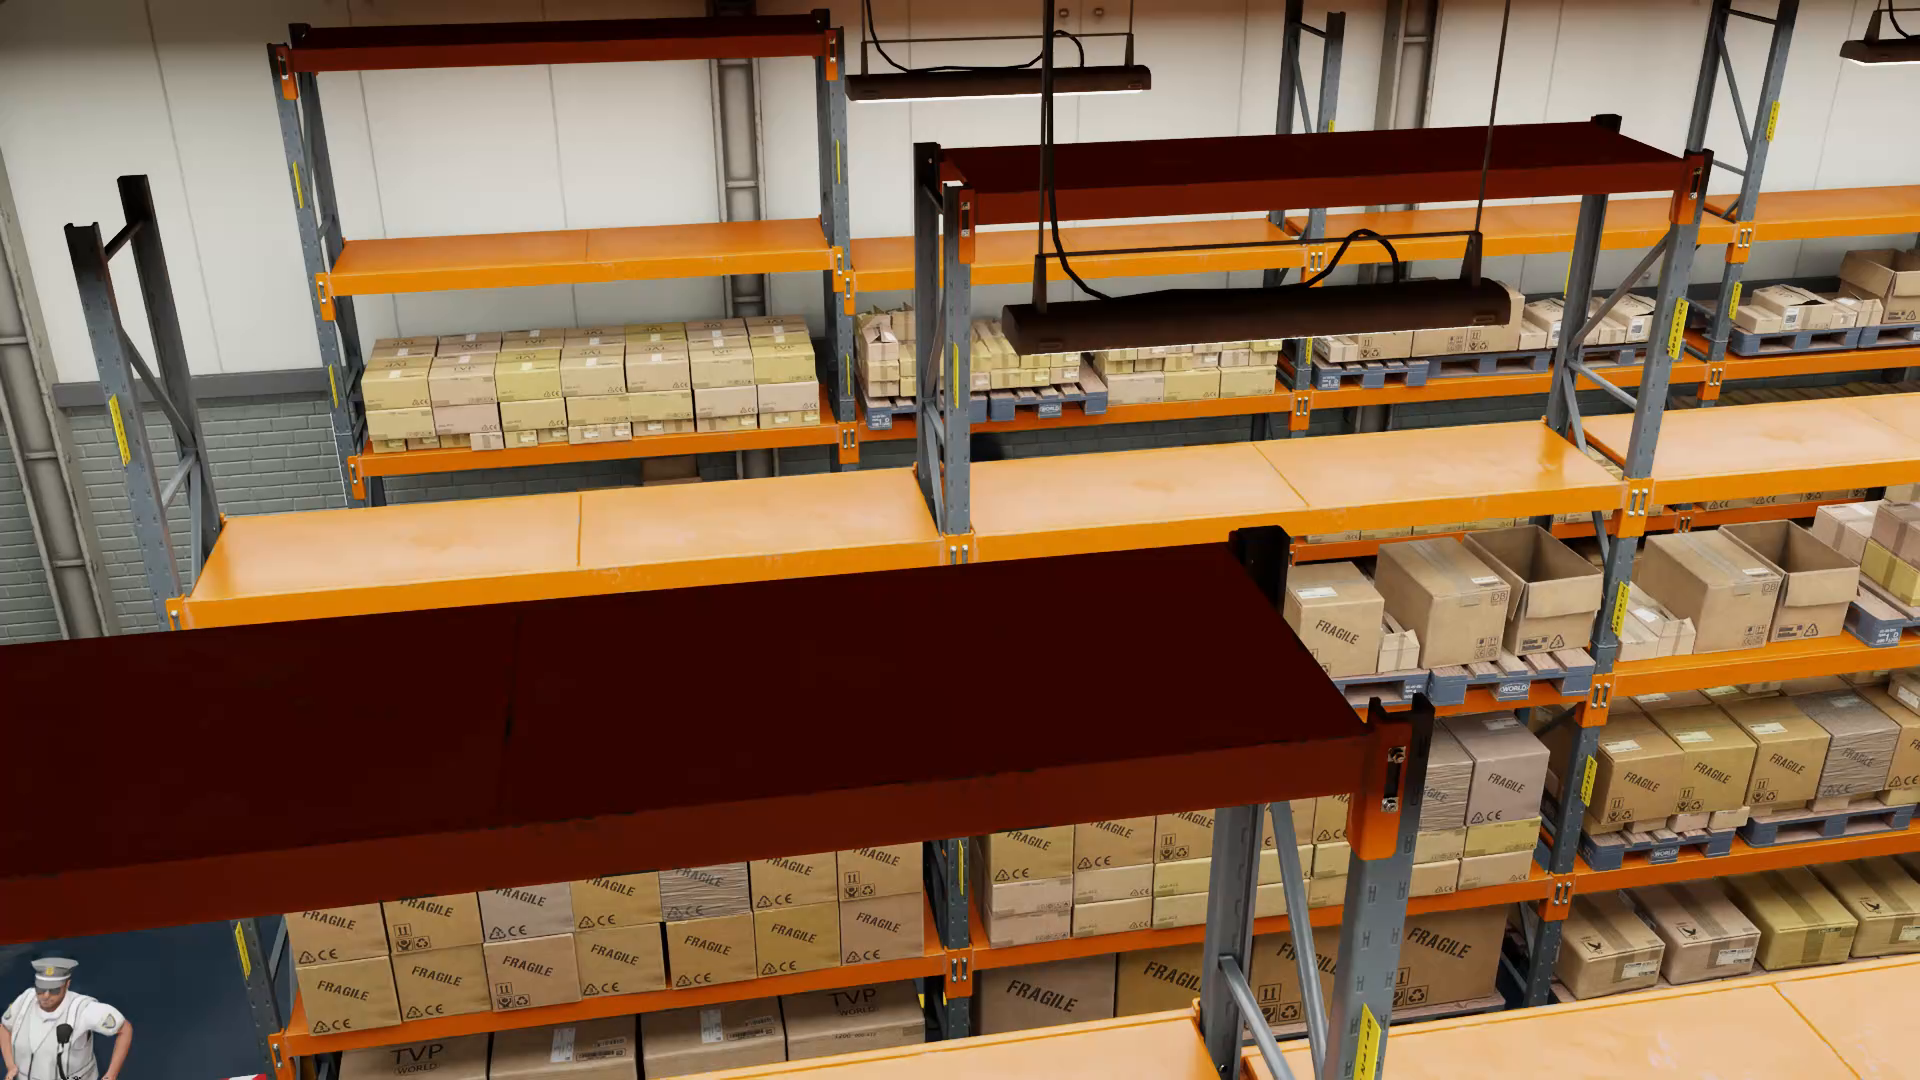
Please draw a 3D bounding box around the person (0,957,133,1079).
[{"bbox_3d":[-5.276,3.190,9.693,0.714,1.721,0.928,8,27,17],"label":"person"}]
